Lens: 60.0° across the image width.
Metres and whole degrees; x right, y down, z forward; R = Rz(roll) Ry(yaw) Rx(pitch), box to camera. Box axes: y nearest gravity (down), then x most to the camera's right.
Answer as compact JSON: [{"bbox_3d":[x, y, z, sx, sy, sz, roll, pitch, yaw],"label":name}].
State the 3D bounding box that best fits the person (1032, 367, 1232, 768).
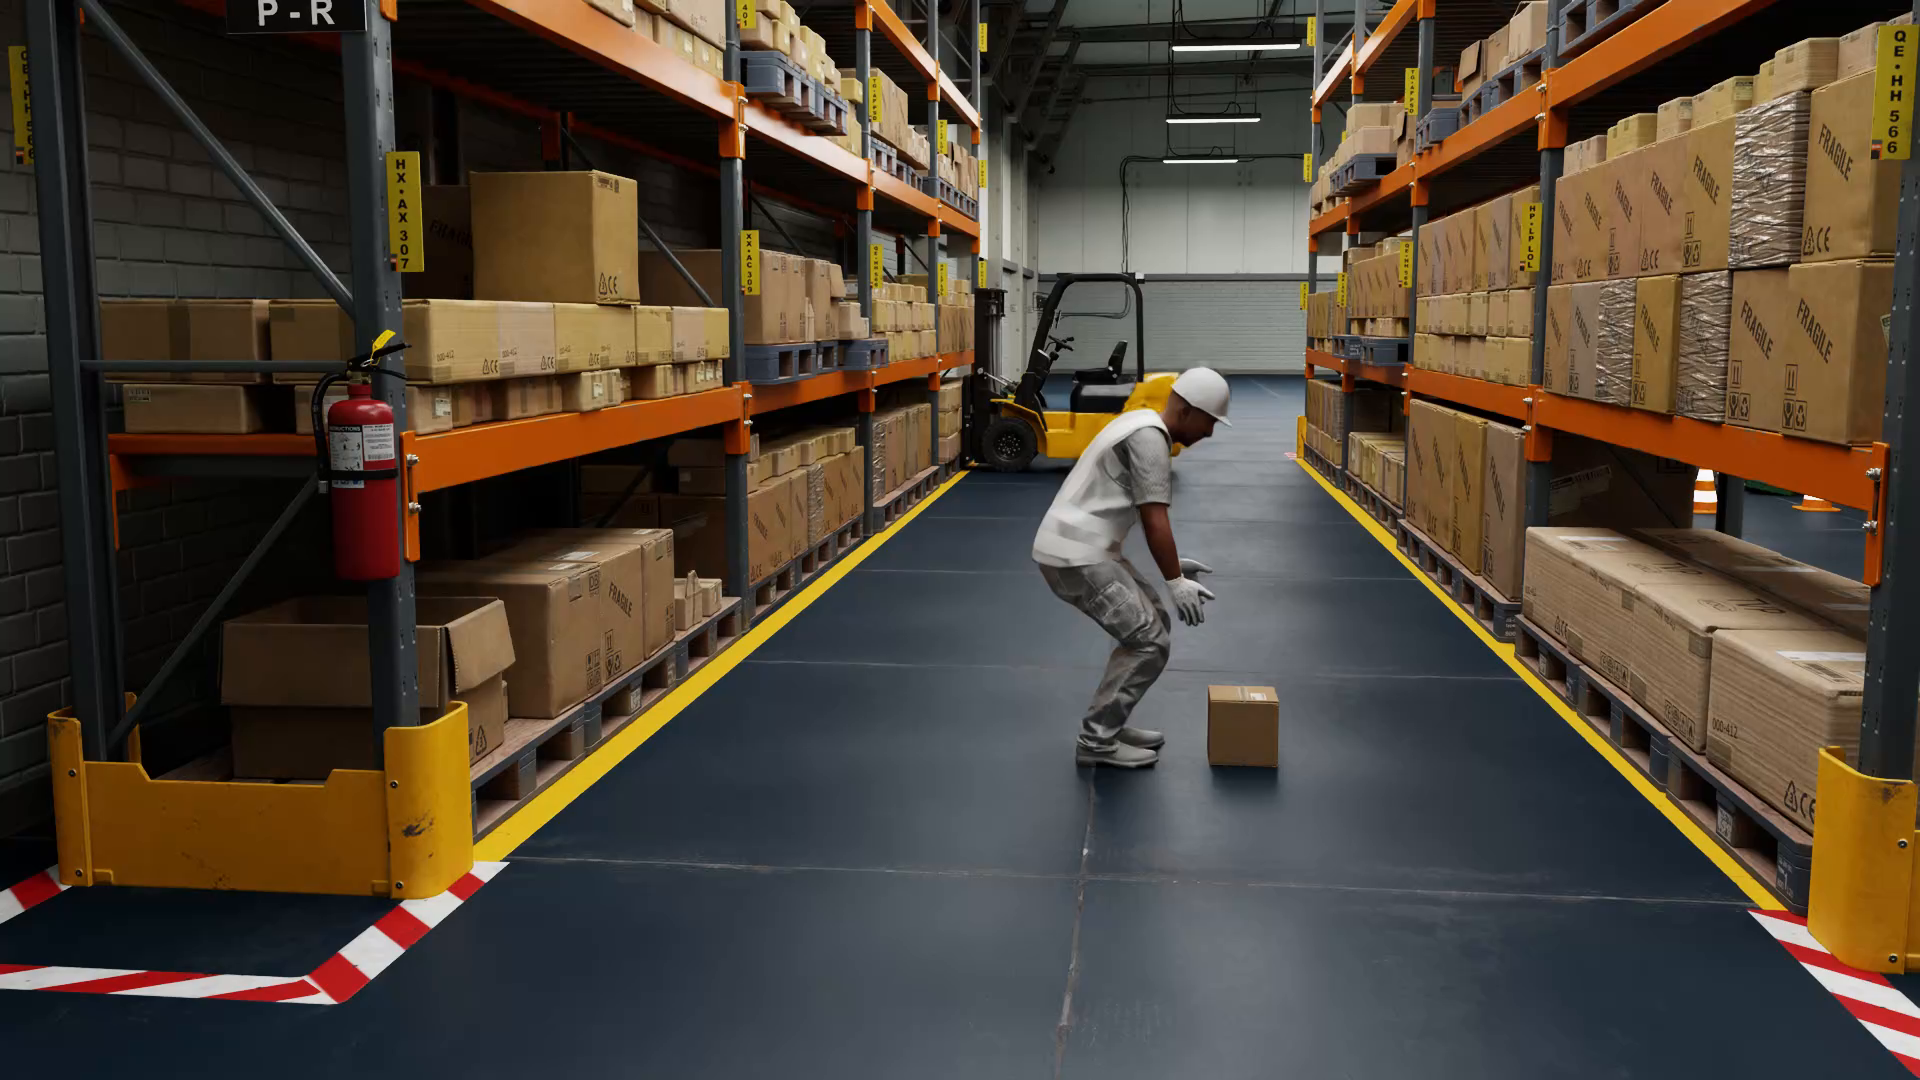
[{"bbox_3d":[0.642,0.087,6.262,0.737,1.469,0.611,1,8,6],"label":"person"}]
